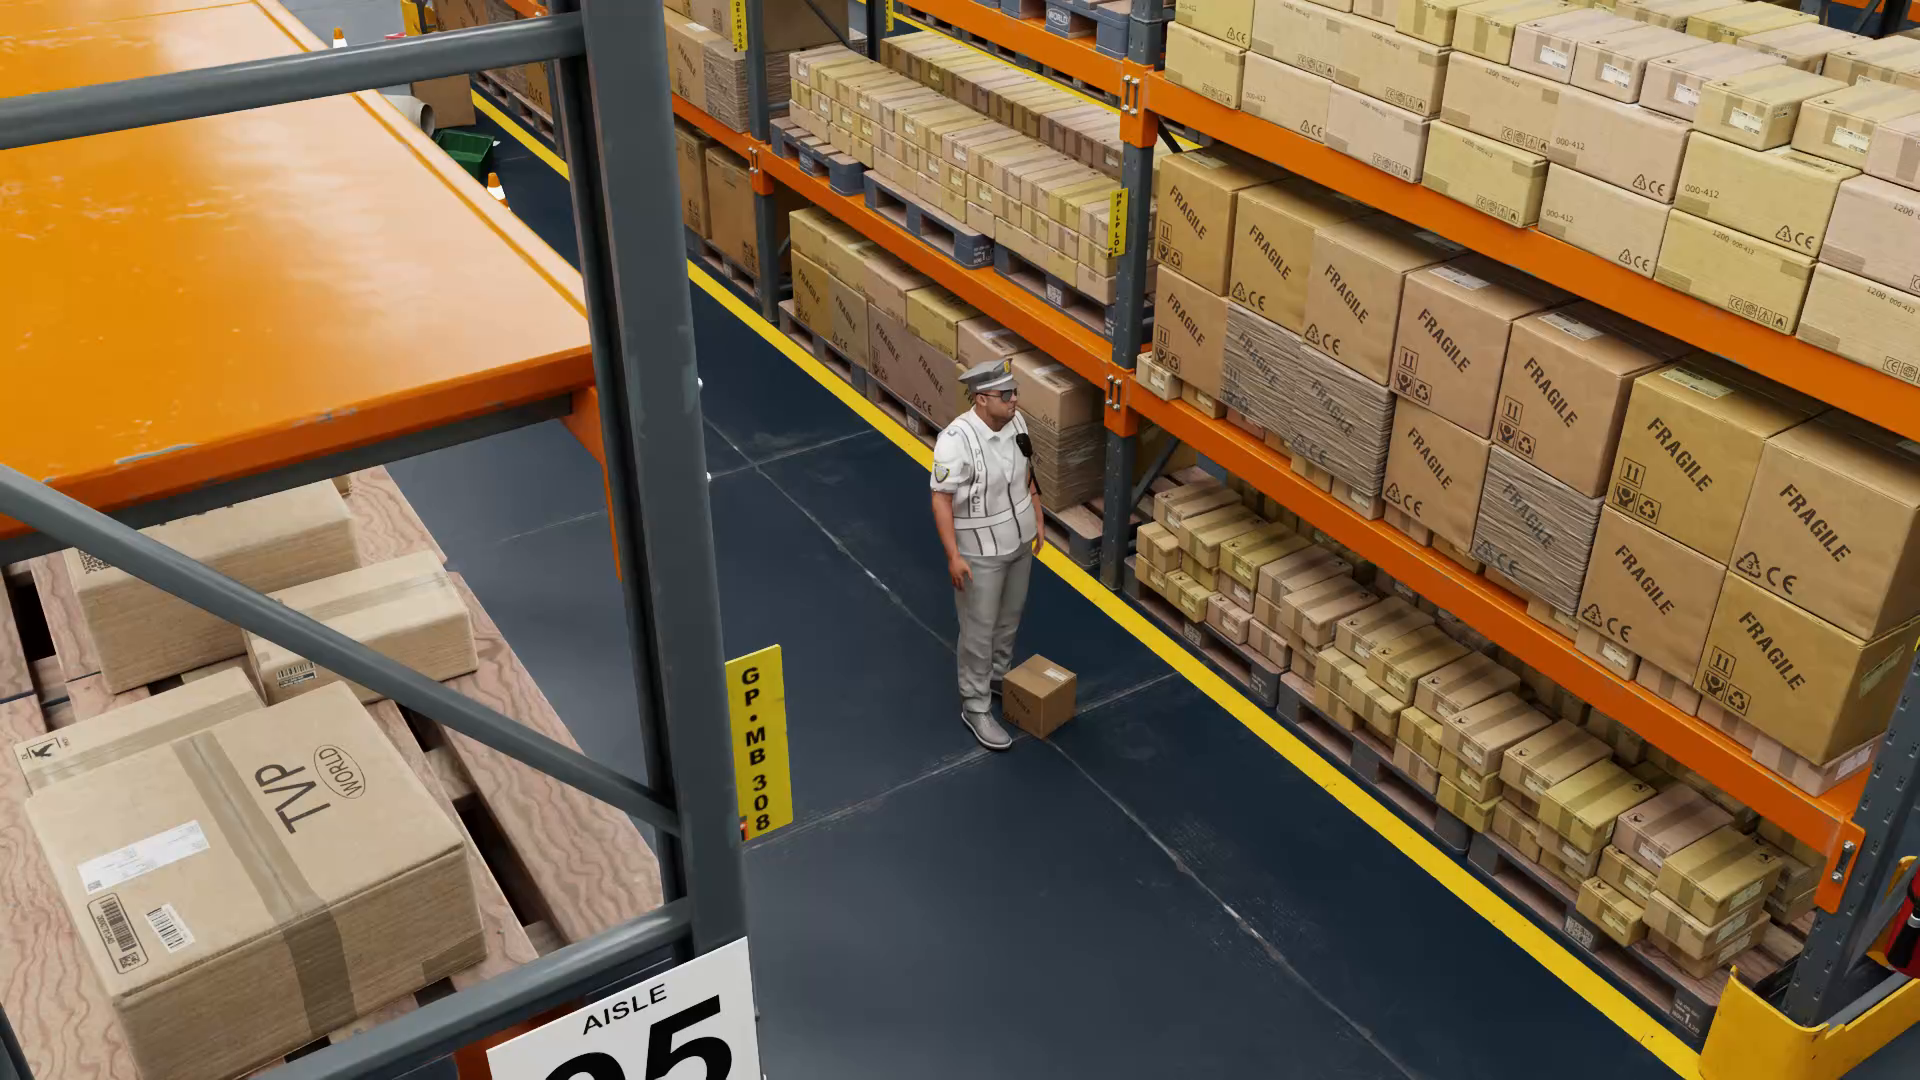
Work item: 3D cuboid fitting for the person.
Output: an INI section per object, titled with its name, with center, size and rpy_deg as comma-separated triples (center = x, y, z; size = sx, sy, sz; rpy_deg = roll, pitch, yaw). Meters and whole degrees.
[person]
center = 0.200, 0.024, 7.618
size = 0.575, 1.779, 0.640
rpy_deg = 27, 41, 36
